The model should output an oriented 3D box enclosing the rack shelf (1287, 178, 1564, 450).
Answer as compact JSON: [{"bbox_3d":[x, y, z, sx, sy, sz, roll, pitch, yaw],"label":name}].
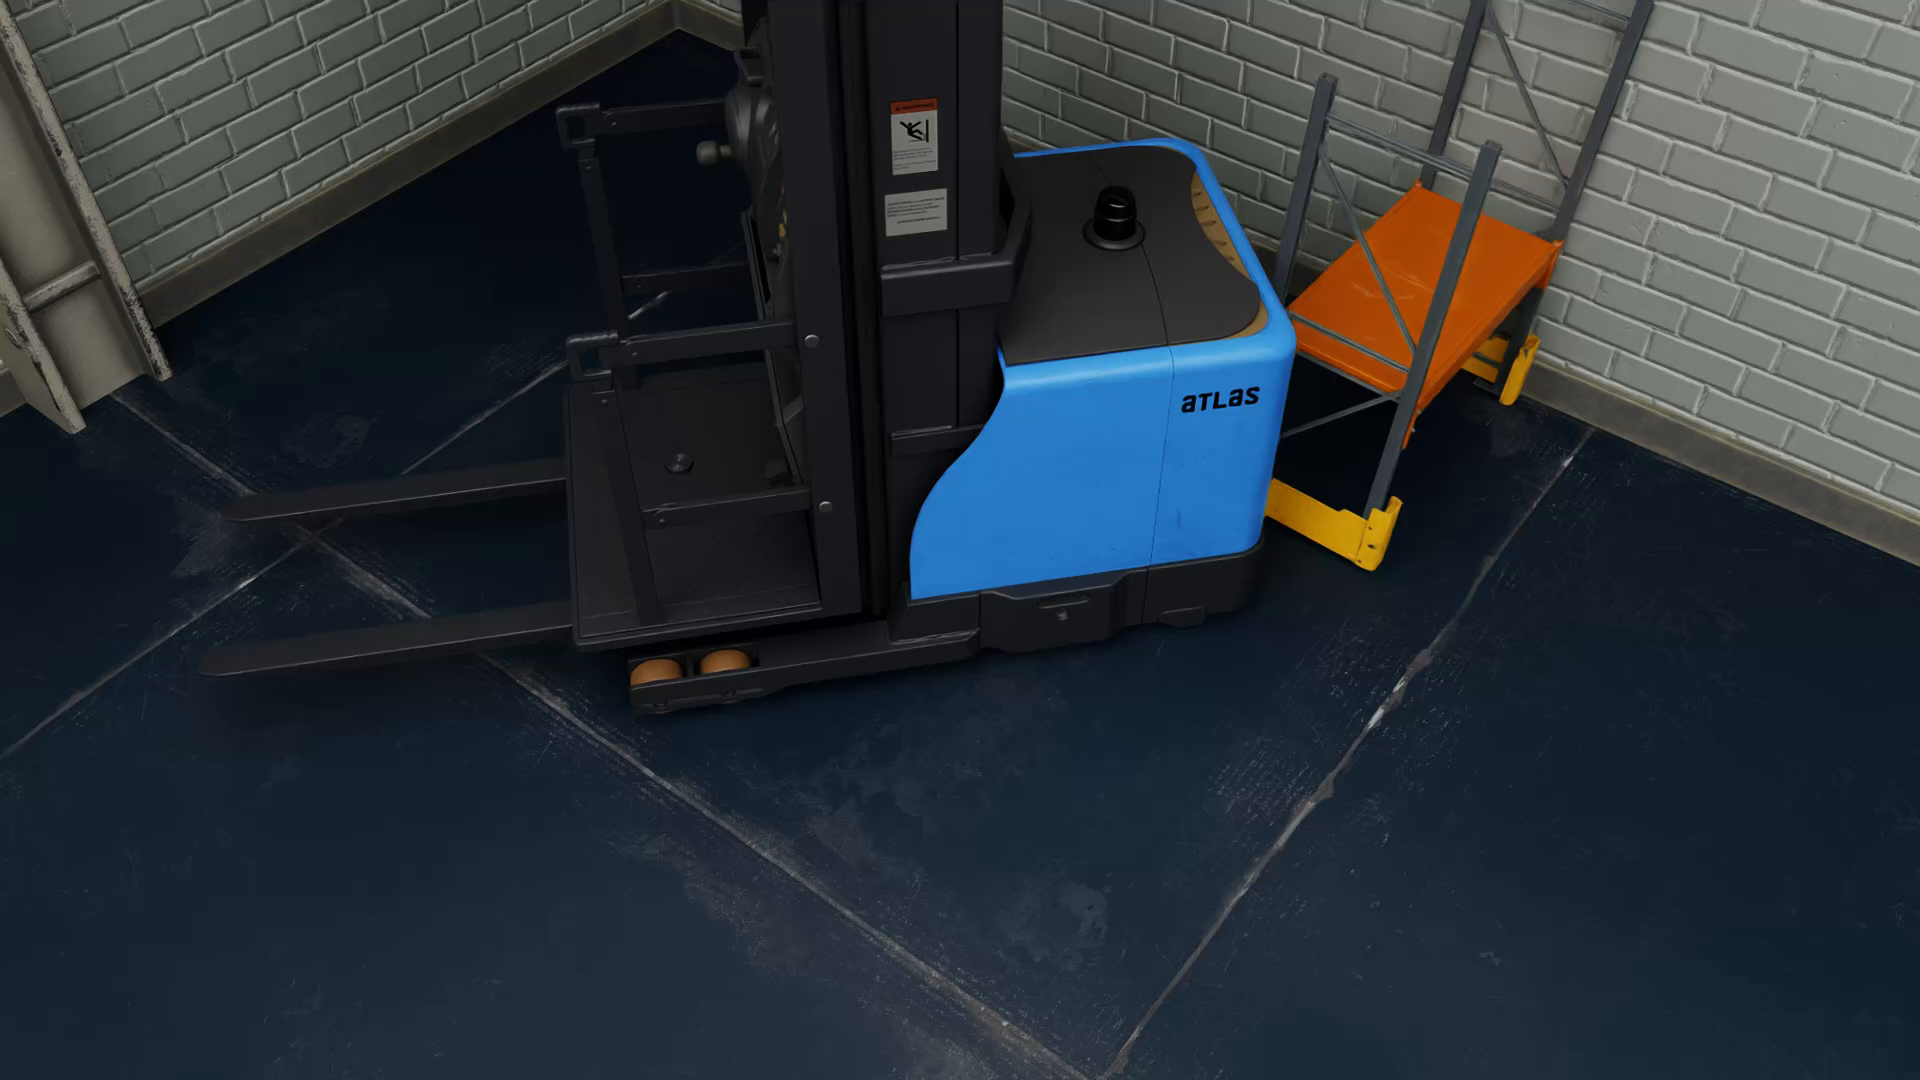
[{"bbox_3d":[1.390,-0.722,5.118,0.538,0.185,1.000,31,52,23],"label":"rack shelf"}]

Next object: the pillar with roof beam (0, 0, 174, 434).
[{"bbox_3d":[0.423,-1.740,0.689,9.100,9.000,0.400,29,53,25],"label":"pillar with roof beam"}]

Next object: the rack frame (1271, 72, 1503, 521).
[{"bbox_3d":[1.087,-0.561,4.702,0.500,1.500,0.032,31,52,23],"label":"rack frame"}]

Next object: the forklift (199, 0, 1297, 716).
[{"bbox_3d":[-0.677,-0.931,4.112,3.031,2.935,1.130,-8,47,-7],"label":"forklift"}]

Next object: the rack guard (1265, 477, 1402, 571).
[{"bbox_3d":[1.070,-0.145,5.168,0.587,0.250,0.087,31,52,23],"label":"rack guard"}]

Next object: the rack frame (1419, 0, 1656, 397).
[{"bbox_3d":[1.709,-1.128,5.273,0.500,1.500,0.032,31,52,23],"label":"rack frame"}]

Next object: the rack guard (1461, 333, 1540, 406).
[{"bbox_3d":[1.679,-0.700,5.727,0.587,0.250,0.087,31,52,23],"label":"rack guard"}]

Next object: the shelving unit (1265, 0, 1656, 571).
[{"bbox_3d":[1.404,-0.850,4.992,0.587,1.500,1.083,31,52,23],"label":"shelving unit"}]
